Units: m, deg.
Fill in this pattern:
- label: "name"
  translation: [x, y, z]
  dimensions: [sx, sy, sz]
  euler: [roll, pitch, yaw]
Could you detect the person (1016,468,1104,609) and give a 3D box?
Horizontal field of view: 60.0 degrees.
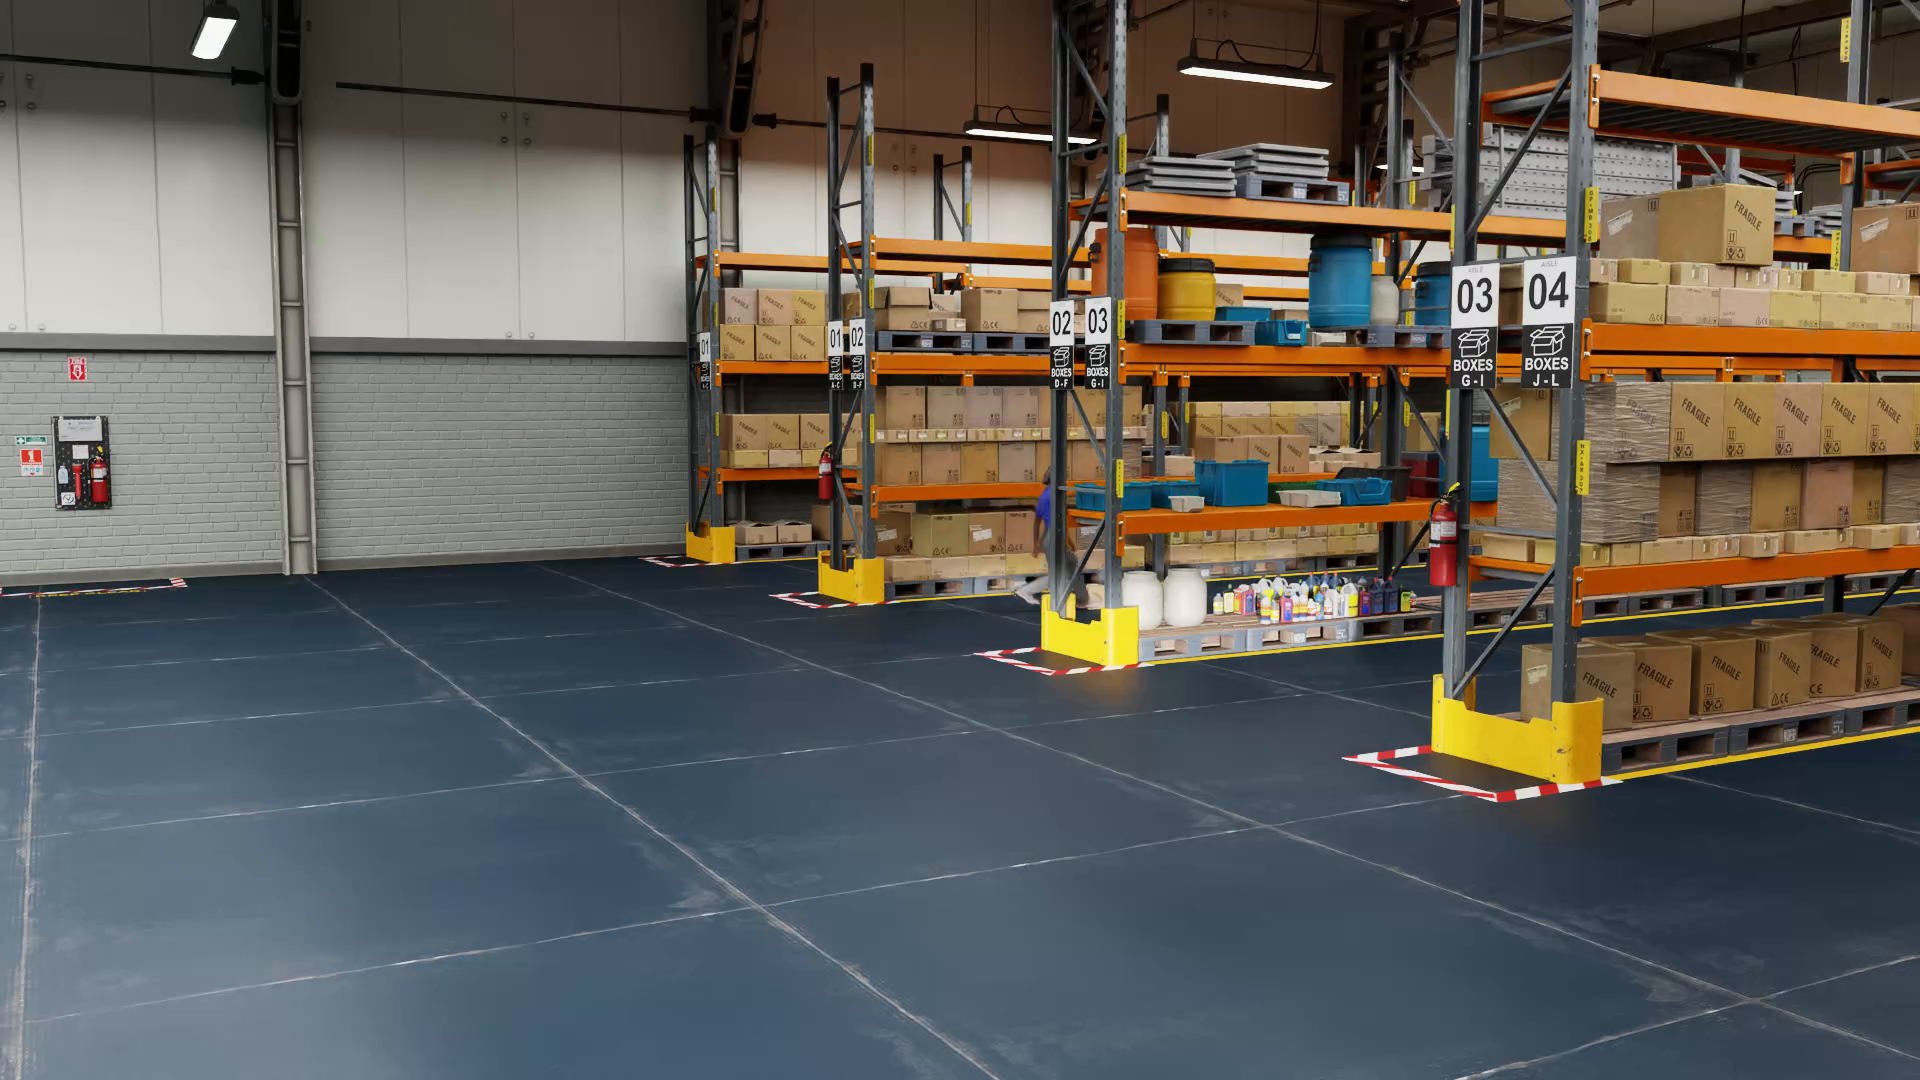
- label: "person"
  translation: [1.091, -0.010, 18.150]
  dimensions: [1.009, 1.553, 0.427]
  euler: [-1, 5, -9]
